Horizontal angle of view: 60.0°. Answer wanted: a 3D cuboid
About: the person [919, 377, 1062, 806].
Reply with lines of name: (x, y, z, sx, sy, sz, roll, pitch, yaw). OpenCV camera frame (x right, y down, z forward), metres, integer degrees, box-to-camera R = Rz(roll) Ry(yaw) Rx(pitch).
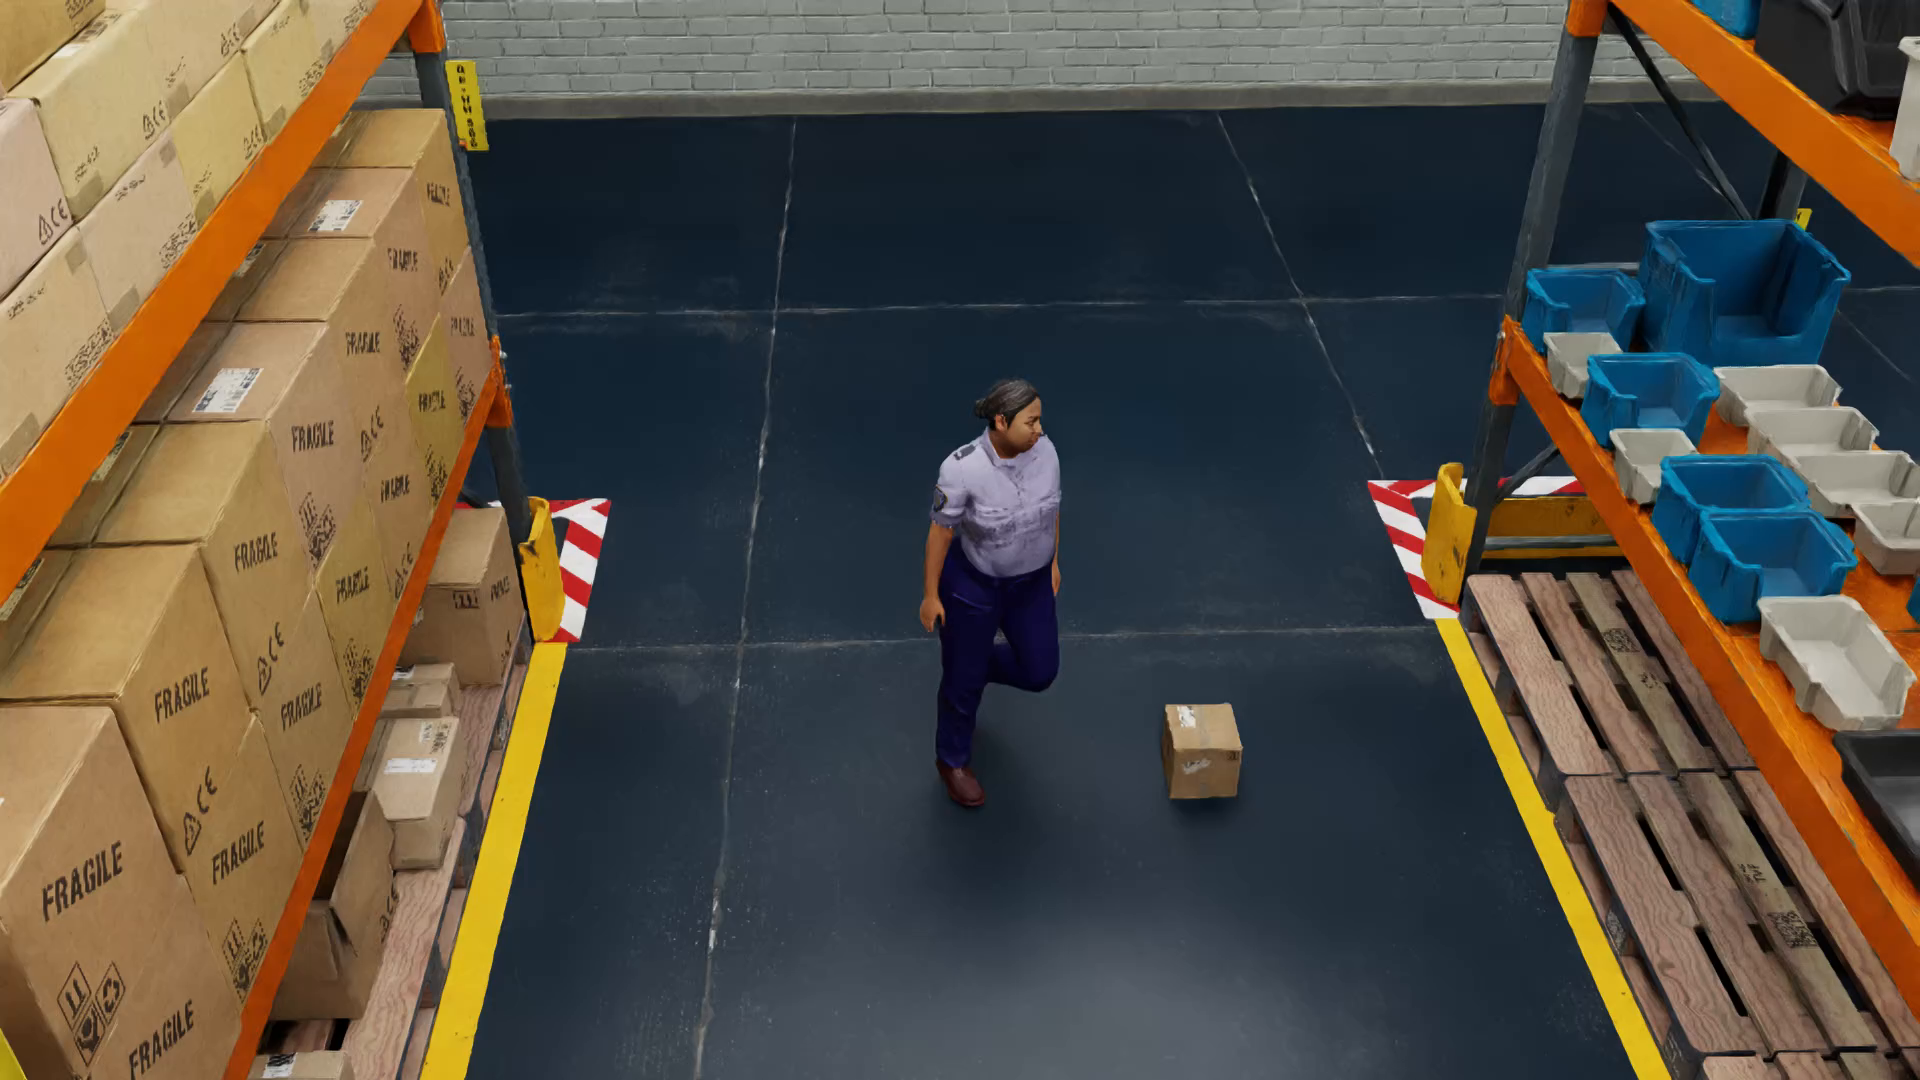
person: (0.118, 0.151, 5.940, 0.566, 1.611, 0.517, -17, 39, -23)
